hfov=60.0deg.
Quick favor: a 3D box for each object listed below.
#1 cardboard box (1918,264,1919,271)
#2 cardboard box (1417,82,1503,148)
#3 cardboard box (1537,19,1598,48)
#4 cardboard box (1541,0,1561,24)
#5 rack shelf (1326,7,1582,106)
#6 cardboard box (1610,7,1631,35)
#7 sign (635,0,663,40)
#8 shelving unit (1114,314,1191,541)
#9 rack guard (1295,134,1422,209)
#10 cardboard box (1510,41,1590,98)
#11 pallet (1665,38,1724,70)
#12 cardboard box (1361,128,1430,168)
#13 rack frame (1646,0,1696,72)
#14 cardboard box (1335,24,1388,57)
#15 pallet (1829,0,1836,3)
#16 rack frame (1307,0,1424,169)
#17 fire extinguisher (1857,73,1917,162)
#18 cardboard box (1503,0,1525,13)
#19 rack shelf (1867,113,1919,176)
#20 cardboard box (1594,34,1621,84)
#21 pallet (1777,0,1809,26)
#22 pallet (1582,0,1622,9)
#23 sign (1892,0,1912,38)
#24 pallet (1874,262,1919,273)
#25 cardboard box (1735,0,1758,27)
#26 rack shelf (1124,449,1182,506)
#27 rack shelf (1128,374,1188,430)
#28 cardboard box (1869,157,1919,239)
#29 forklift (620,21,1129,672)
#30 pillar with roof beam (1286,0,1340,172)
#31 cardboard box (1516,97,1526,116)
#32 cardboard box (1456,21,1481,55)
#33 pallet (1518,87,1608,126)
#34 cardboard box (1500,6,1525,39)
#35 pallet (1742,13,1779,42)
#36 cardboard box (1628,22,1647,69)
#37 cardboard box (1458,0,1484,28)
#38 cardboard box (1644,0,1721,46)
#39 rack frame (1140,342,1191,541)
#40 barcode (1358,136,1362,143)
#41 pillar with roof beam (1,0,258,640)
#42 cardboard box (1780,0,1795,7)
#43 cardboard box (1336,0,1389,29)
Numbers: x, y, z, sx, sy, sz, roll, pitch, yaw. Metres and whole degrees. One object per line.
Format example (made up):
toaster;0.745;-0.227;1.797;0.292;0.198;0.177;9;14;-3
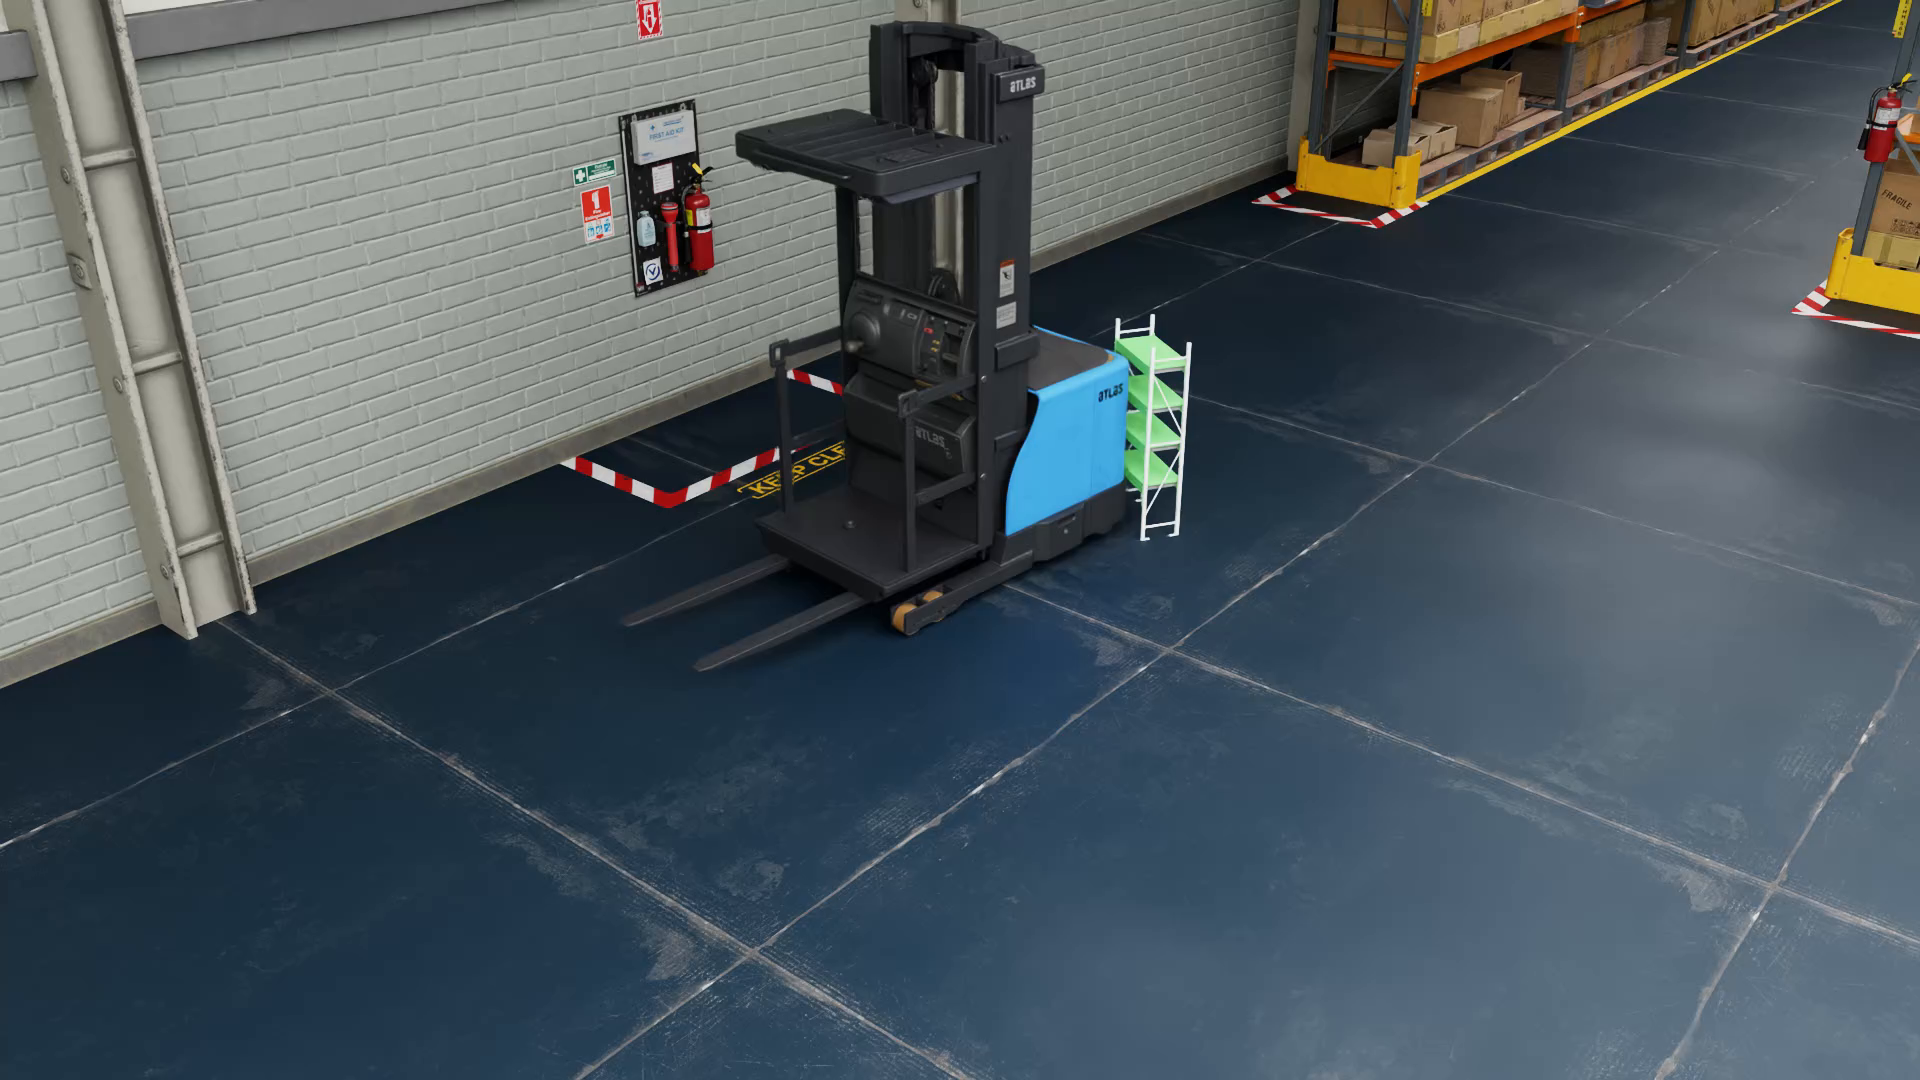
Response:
cardboard box;8.146;-2.320;13.506;0.500;0.250;0.500;21;34;34
cardboard box;5.186;-4.428;17.286;0.700;0.500;0.500;18;33;31
cardboard box;7.086;-5.935;19.384;0.500;0.250;0.500;20;33;33
cardboard box;5.962;-5.606;17.463;0.500;0.250;0.500;21;34;35
rack shelf;5.081;-5.066;17.060;1.077;0.370;4.000;21;34;34
cardboard box;7.745;-6.293;20.075;0.500;0.250;0.500;21;34;34
sign;-1.913;-3.241;10.227;0.001;0.298;0.199;21;34;34
shelving unit;1.095;-0.654;9.709;0.258;1.200;0.503;-9;29;-16
rack guard;3.857;-3.593;16.151;1.175;0.500;0.348;21;34;34
cardboard box;6.808;-5.445;19.253;0.700;0.500;0.500;22;35;36
pallet;9.457;-6.531;22.146;1.003;0.211;1.213;21;34;34
cardboard box;4.318;-3.896;16.465;0.500;0.311;0.500;17;32;29
rack frame;8.897;-7.512;21.007;1.000;3.000;0.127;21;34;34
cardboard box;3.956;-4.841;15.984;0.500;0.250;0.500;21;34;35
pallet;13.537;-8.804;26.539;1.003;0.211;1.213;21;34;34
rack frame;3.809;-4.676;15.524;1.000;3.000;0.127;21;34;34
fire extinguisher;7.200;-3.289;12.928;0.296;0.674;0.183;21;34;34
cardboard box;5.319;-5.573;16.584;0.500;0.500;0.500;22;35;36
rack shelf;8.906;-3.619;14.264;1.077;0.370;4.000;21;34;34
cardboard box;7.454;-5.812;19.962;0.700;0.500;0.500;21;34;35
pallet;11.985;-7.939;24.866;1.003;0.211;1.213;21;34;34
pallet;6.951;-6.238;18.752;1.003;0.211;1.213;21;34;34
sign;7.224;-4.013;12.724;0.100;0.325;0.005;21;34;34
pallet;8.088;-2.275;13.917;1.003;0.211;1.213;21;34;34
cardboard box;10.565;-7.578;23.016;0.750;0.750;0.750;22;35;36
rack shelf;1.095;-0.384;9.849;0.258;0.148;0.480;-9;29;-16
rack shelf;1.095;-0.811;9.628;0.258;0.148;0.480;-9;29;-16
cardboard box;7.745;-2.805;13.627;0.500;0.500;0.500;21;34;34
forklift;-0.423;-1.068;8.624;3.031;2.935;1.130;-25;36;-39
pillar with roof beam;6.908;-6.583;12.682;9.100;9.000;0.400;21;34;34
cardboard box;6.036;-4.833;18.432;0.380;0.166;0.250;16;31;28
cardboard box;4.683;-4.887;16.073;0.500;0.250;0.500;20;33;33
pallet;6.847;-5.132;19.441;1.003;0.211;1.213;21;34;34
cardboard box;5.335;-5.244;16.764;0.500;0.250;0.500;21;34;35
pallet;11.009;-7.397;23.818;1.003;0.211;1.213;21;34;34
cardboard box;8.062;-6.178;20.670;0.700;0.500;0.500;21;34;34
cardboard box;4.666;-5.205;15.872;0.500;0.500;0.500;21;34;35
cardboard box;9.466;-6.967;21.835;0.750;0.750;0.750;20;34;34
rack frame;1.172;-0.548;9.504;0.240;1.200;0.015;-9;29;-16
barcode;4.021;-4.024;16.701;0.001;0.075;0.075;21;34;34
pillar with roof beam;-0.725;-2.329;4.458;9.100;9.000;0.400;21;34;34
cardboard box;11.996;-8.242;24.681;0.700;0.500;0.500;21;34;35
cardboard box;3.944;-5.181;15.825;0.500;0.500;0.500;20;34;34
